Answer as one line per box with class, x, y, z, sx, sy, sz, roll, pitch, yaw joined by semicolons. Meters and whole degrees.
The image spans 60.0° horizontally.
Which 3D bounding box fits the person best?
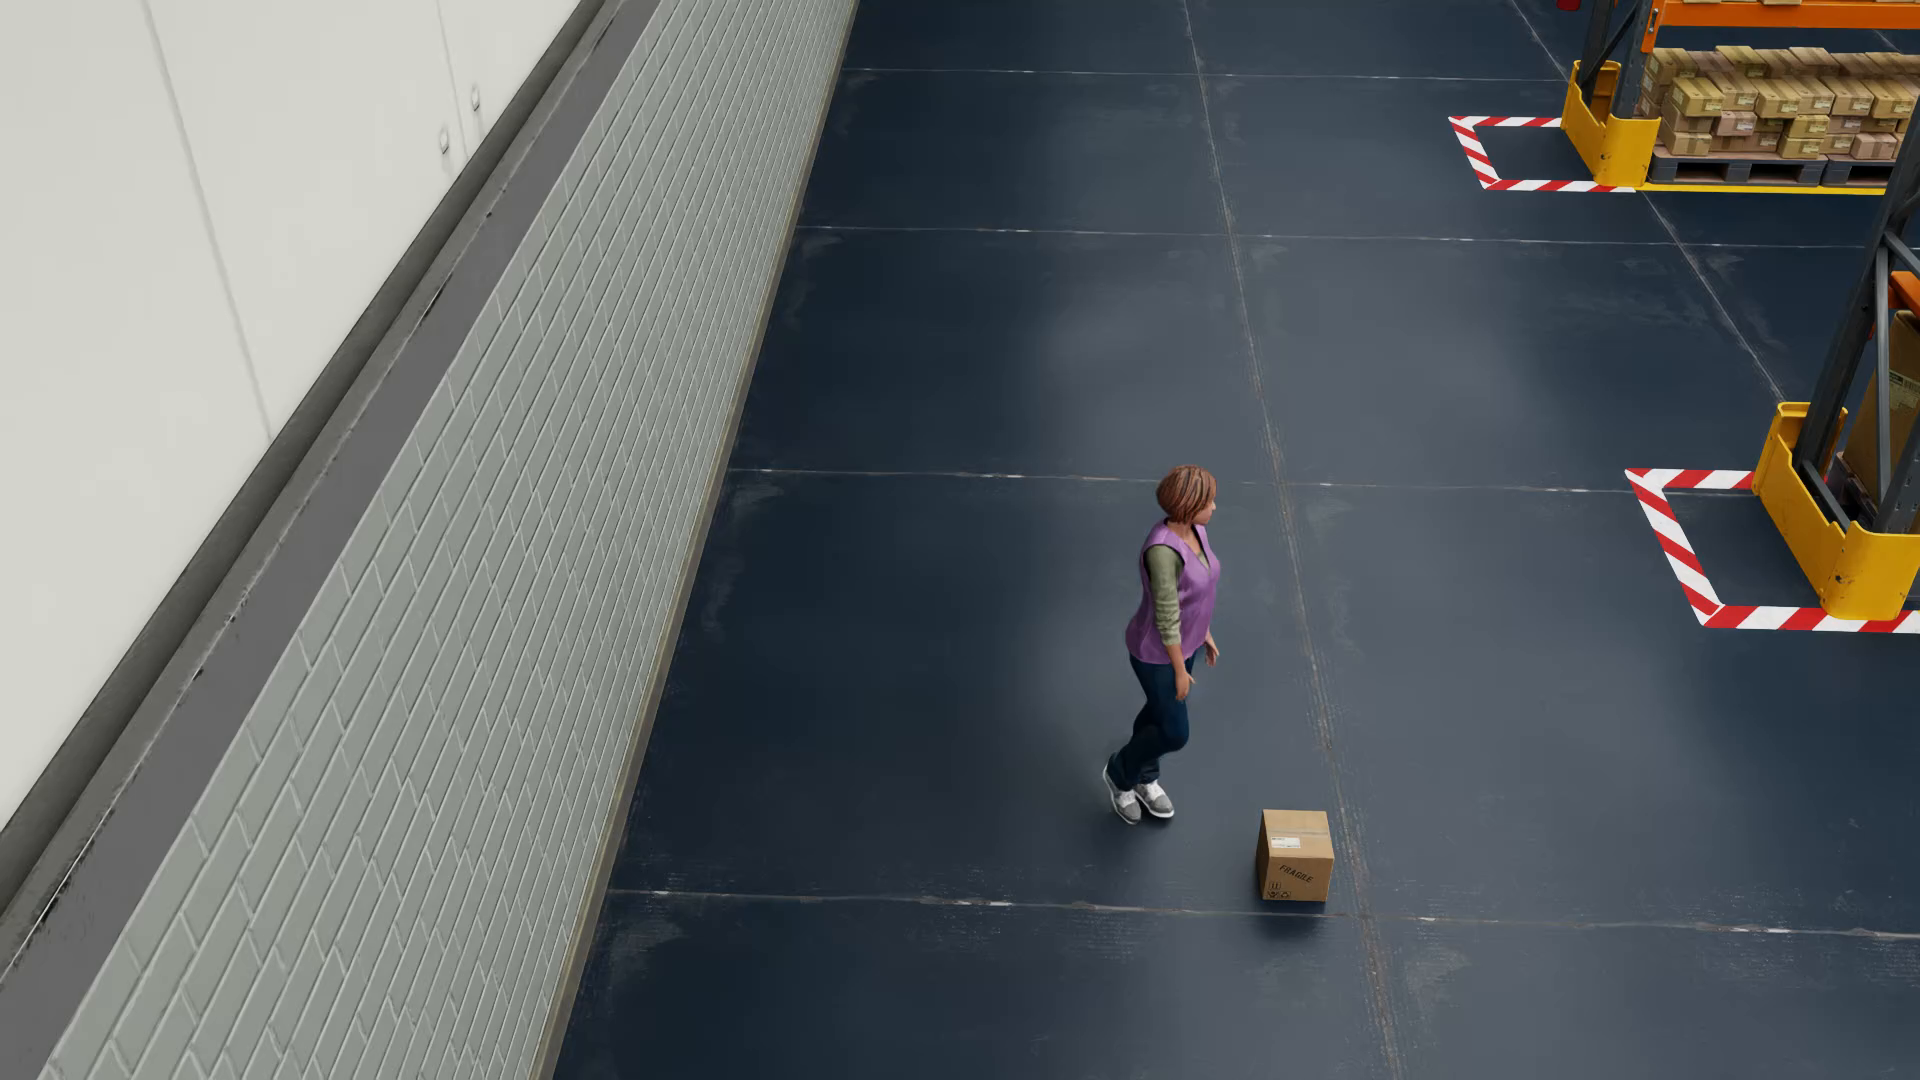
person;0.822;0.433;6.532;0.361;1.599;0.433;22;42;27
